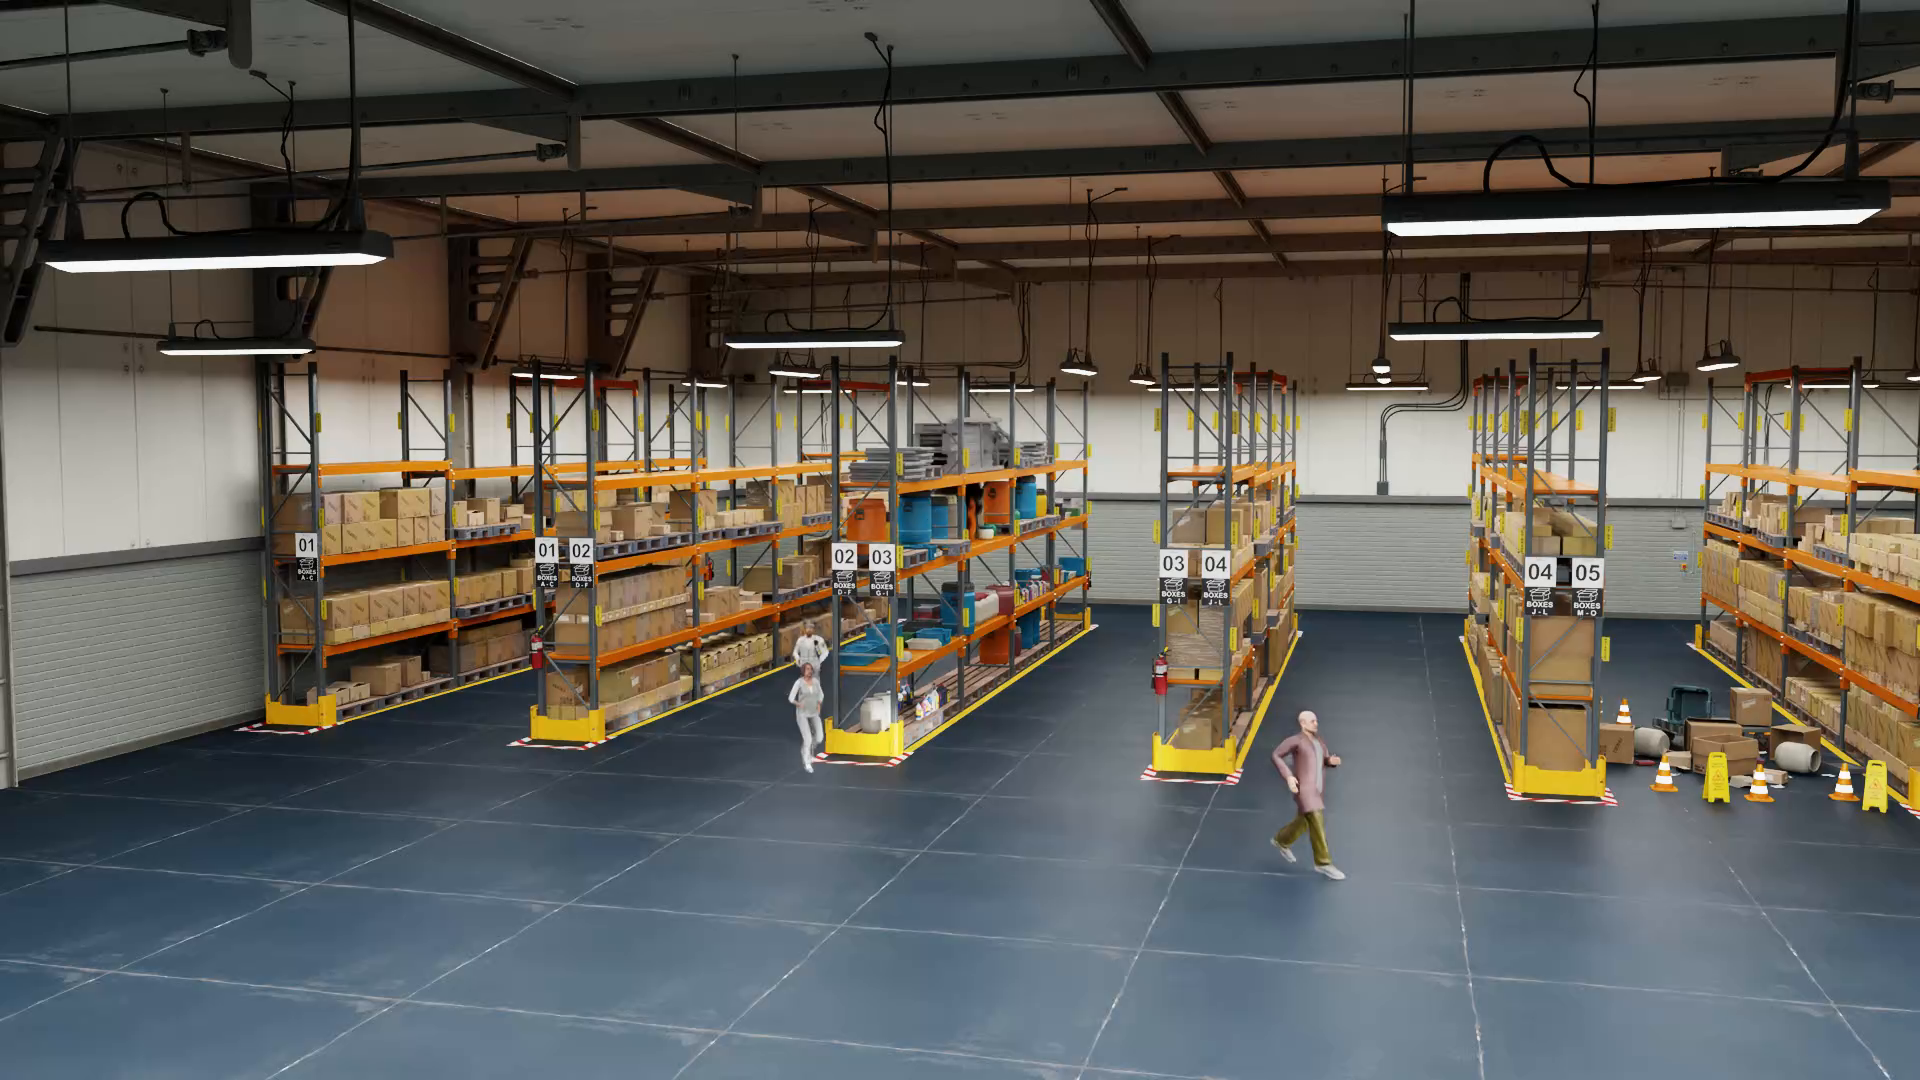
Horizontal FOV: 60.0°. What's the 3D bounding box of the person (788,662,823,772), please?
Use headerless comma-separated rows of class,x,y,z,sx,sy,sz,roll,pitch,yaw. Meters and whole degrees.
person,-2.174,2.554,23.937,0.558,1.586,0.513,-2,5,-30

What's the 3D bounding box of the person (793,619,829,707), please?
person,-2.565,2.177,28.414,0.611,1.649,0.548,0,4,4

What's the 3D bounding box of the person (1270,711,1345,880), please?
person,3.863,2.785,18.469,1.045,1.782,0.697,4,6,43

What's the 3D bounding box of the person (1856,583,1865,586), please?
person,18.128,1.720,33.532,0.661,1.769,0.993,0,4,7
